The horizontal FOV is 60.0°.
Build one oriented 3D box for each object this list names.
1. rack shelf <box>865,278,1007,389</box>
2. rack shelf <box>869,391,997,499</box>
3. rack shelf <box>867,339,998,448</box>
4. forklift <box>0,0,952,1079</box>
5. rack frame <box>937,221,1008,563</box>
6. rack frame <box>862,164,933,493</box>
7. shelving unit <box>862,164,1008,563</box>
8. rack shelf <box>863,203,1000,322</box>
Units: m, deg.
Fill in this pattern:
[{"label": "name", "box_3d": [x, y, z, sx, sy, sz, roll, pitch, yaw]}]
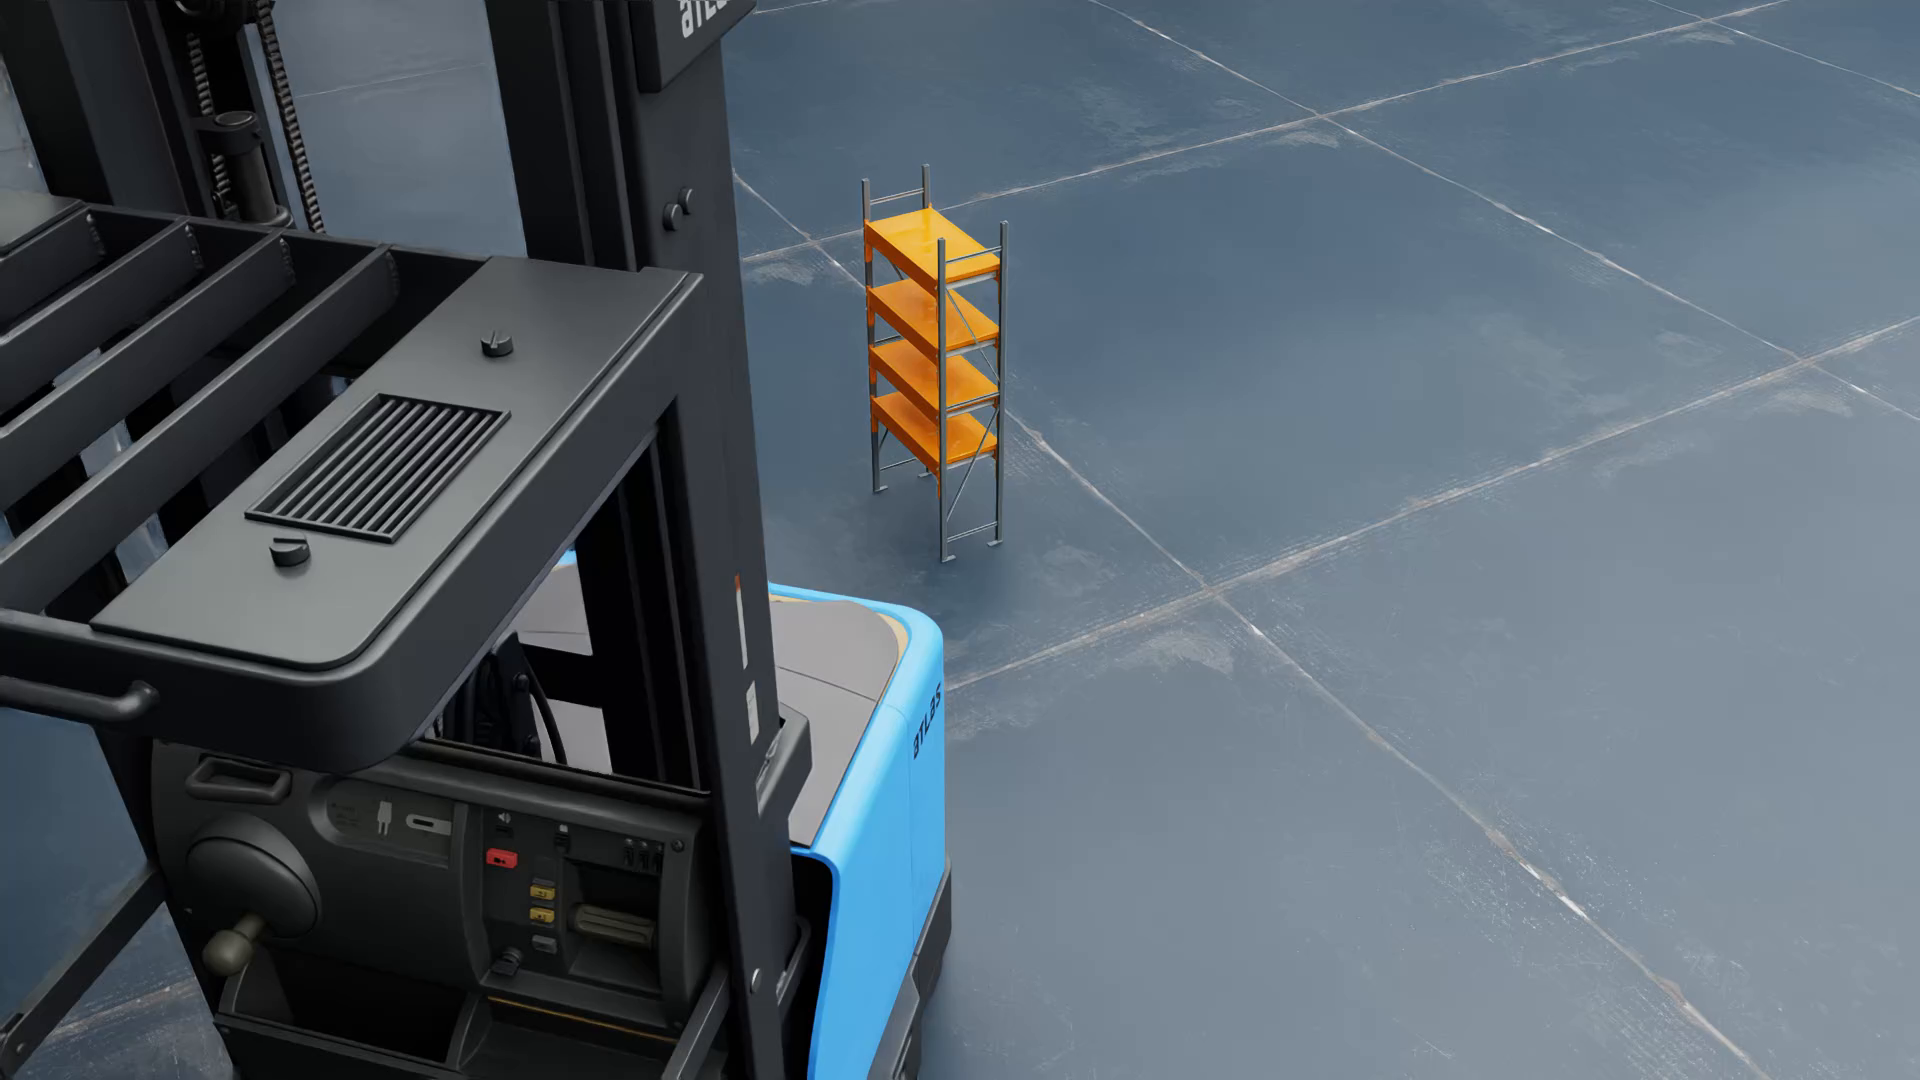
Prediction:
[{"label": "rack shelf", "box_3d": [-0.083, -0.695, 5.419, 0.258, 0.148, 0.480, -19, 40, -24]}, {"label": "rack shelf", "box_3d": [-0.083, -0.354, 5.668, 0.258, 0.148, 0.480, -19, 40, -24]}, {"label": "rack shelf", "box_3d": [-0.083, -0.515, 5.551, 0.258, 0.148, 0.480, -19, 40, -24]}, {"label": "forklift", "box_3d": [-0.903, 0.605, 2.437, 1.130, 2.935, 3.031, 9, 37, 12]}, {"label": "rack frame", "box_3d": [0.039, -0.445, 5.341, 0.240, 1.200, 0.015, -19, 40, -24]}, {"label": "rack frame", "box_3d": [-0.206, -0.693, 5.682, 0.240, 1.200, 0.015, -19, 40, -24]}, {"label": "shelving unit", "box_3d": [-0.083, -0.569, 5.512, 0.258, 1.200, 0.503, -19, 40, -24]}, {"label": "rack shelf", "box_3d": [-0.083, -0.886, 5.280, 0.258, 0.148, 0.480, -19, 40, -24]}]
